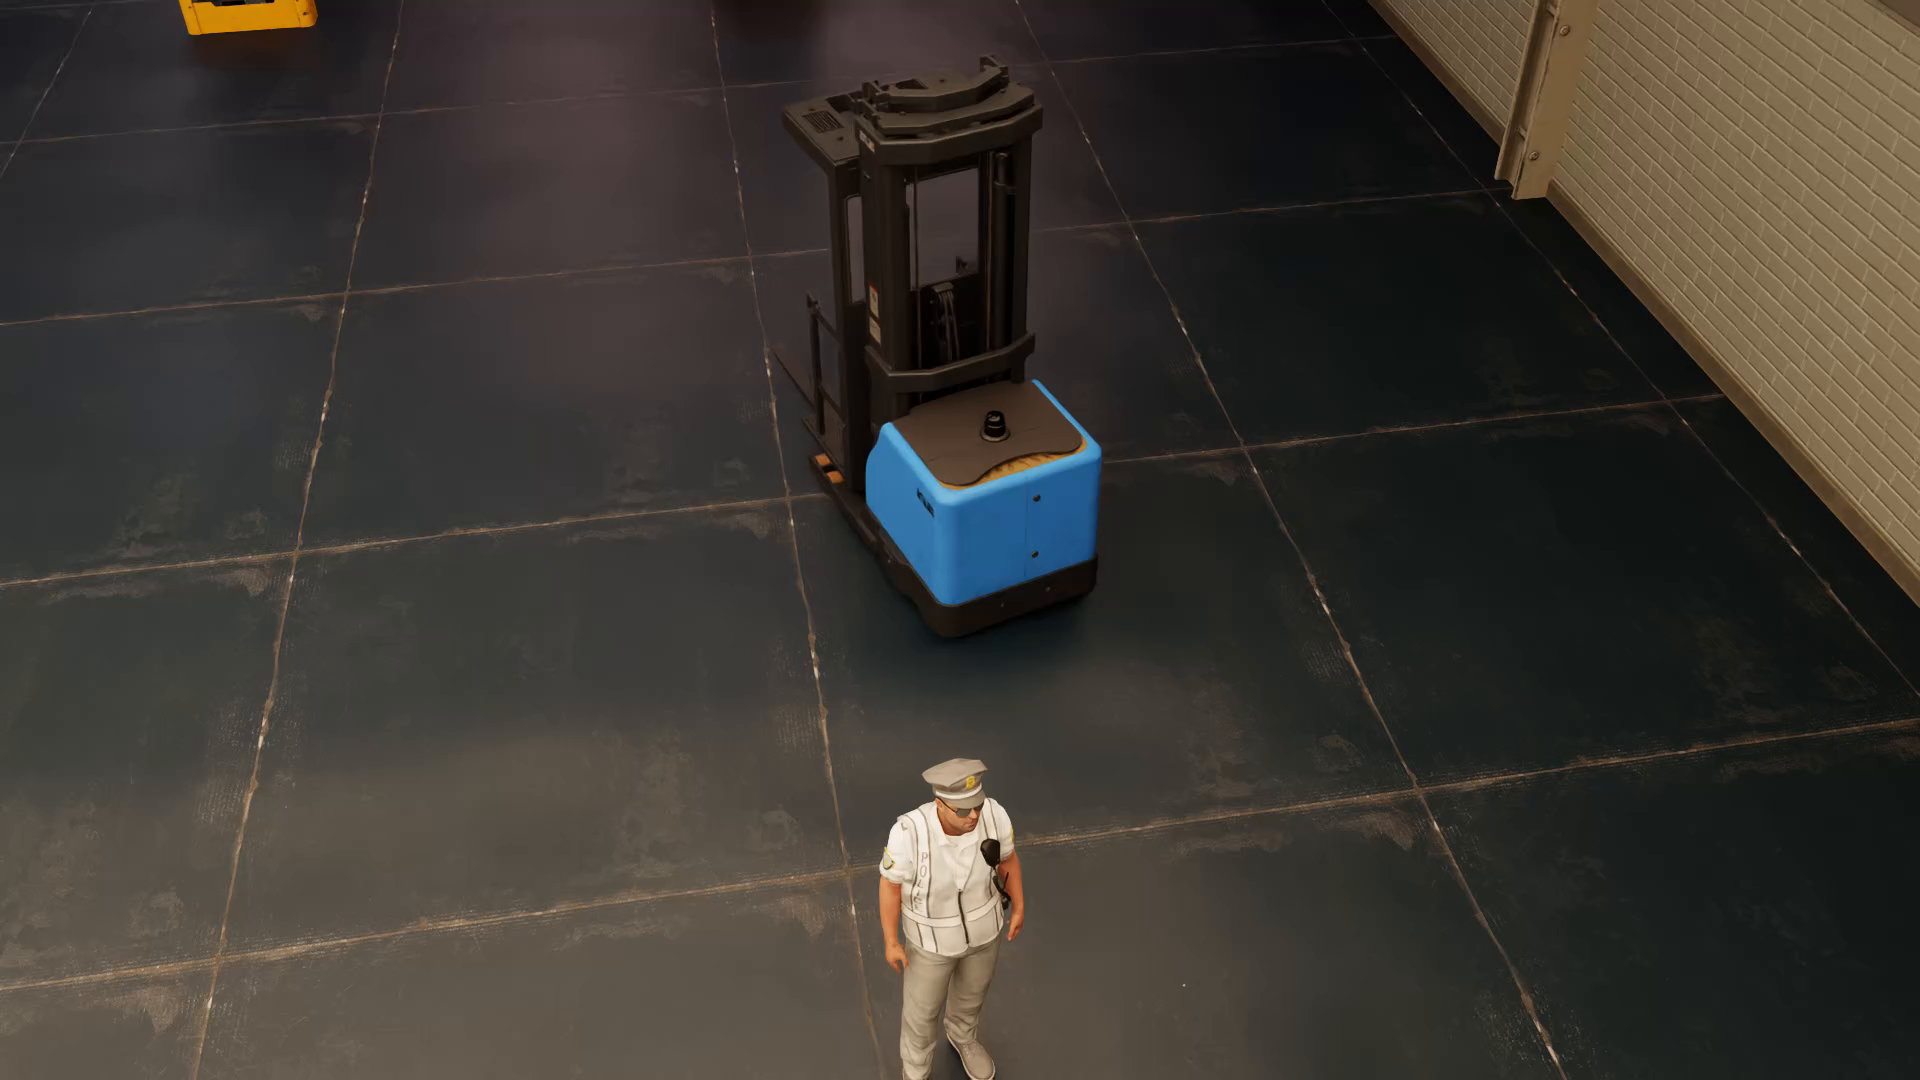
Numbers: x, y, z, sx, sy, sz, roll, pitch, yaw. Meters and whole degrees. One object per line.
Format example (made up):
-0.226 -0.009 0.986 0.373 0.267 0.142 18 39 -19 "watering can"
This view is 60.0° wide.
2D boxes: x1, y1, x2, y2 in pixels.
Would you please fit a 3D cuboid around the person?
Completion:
-0.005 1.646 6.896 0.642 1.782 0.573 -14 42 -16 "person"

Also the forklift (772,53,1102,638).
-0.314 -1.510 9.734 1.130 2.935 3.031 -18 44 -20 "forklift"
